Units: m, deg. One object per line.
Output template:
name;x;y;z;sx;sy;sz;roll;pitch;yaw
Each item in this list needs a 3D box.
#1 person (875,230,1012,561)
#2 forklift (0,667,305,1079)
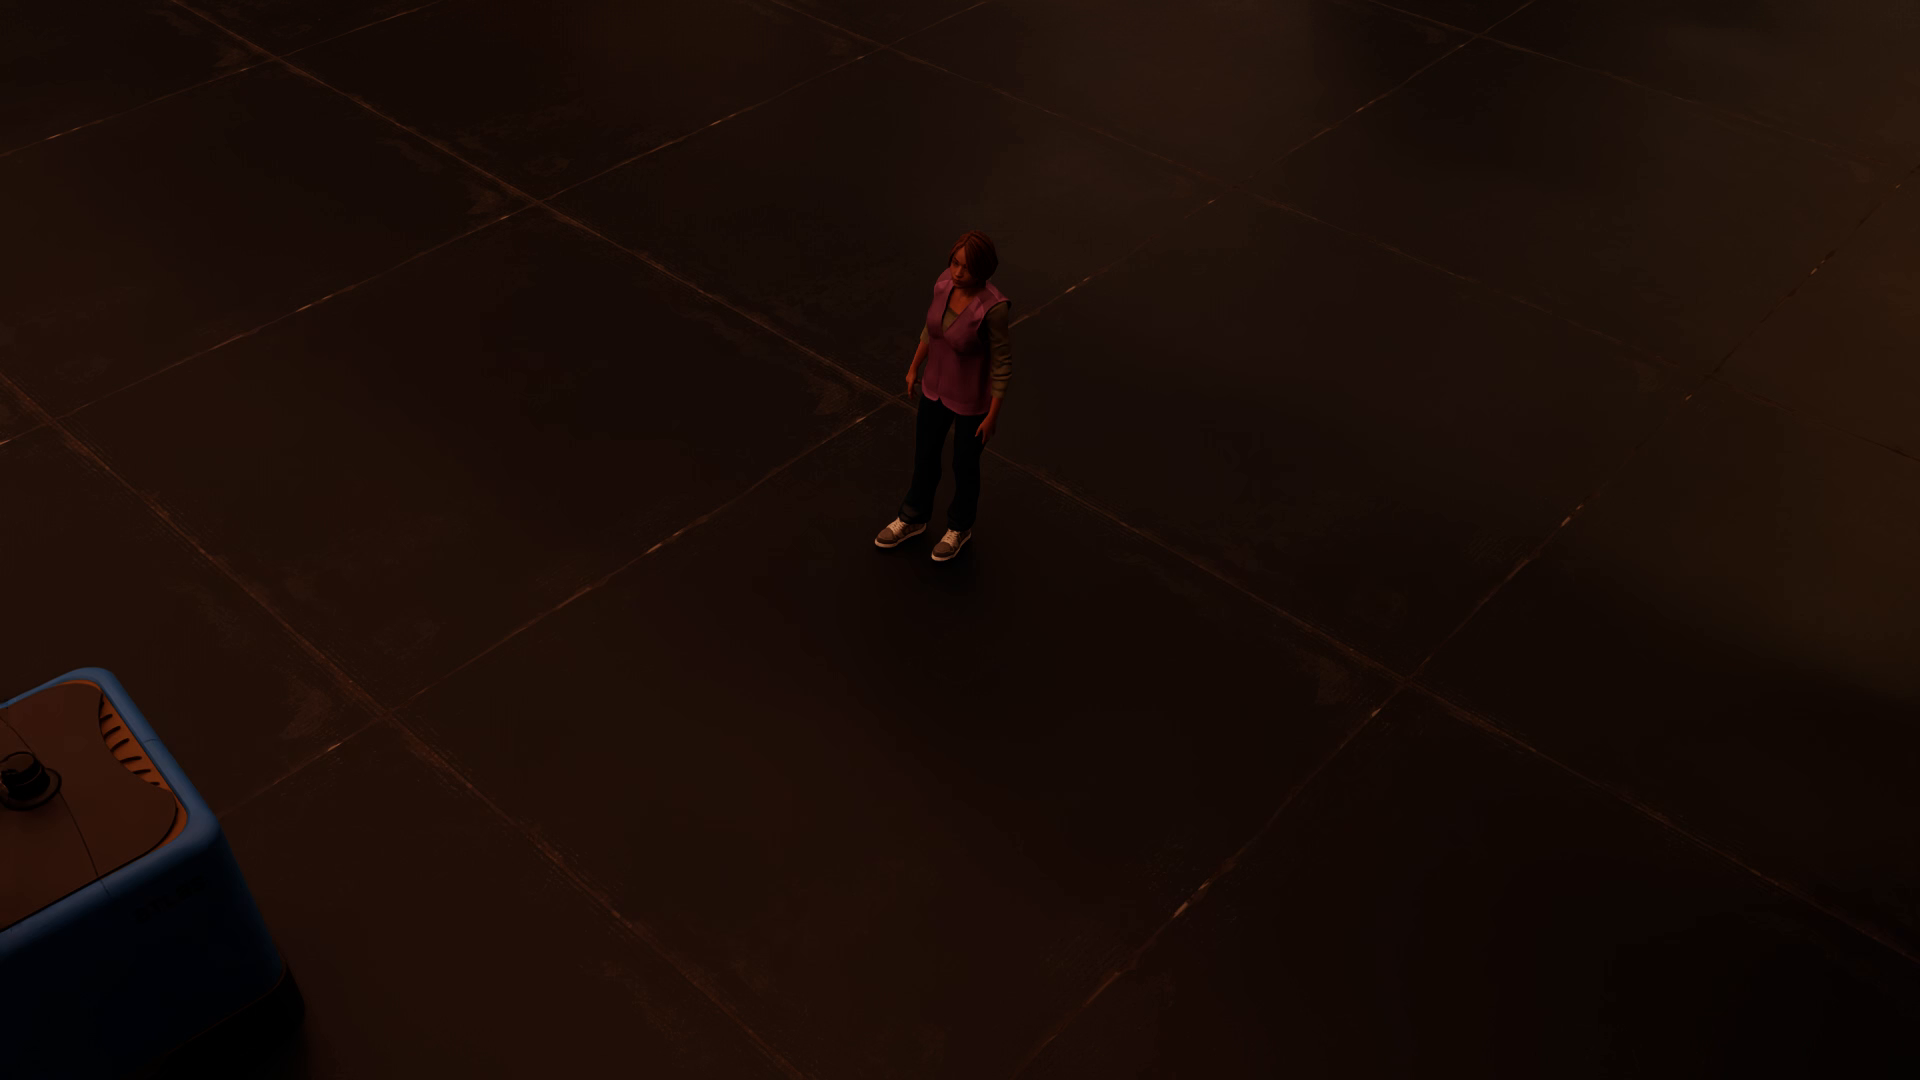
person;-0.060;-0.583;7.121;0.520;1.597;0.476;31;49;31
forklift;-3.674;0.976;4.291;3.031;2.935;1.130;-30;49;-30
